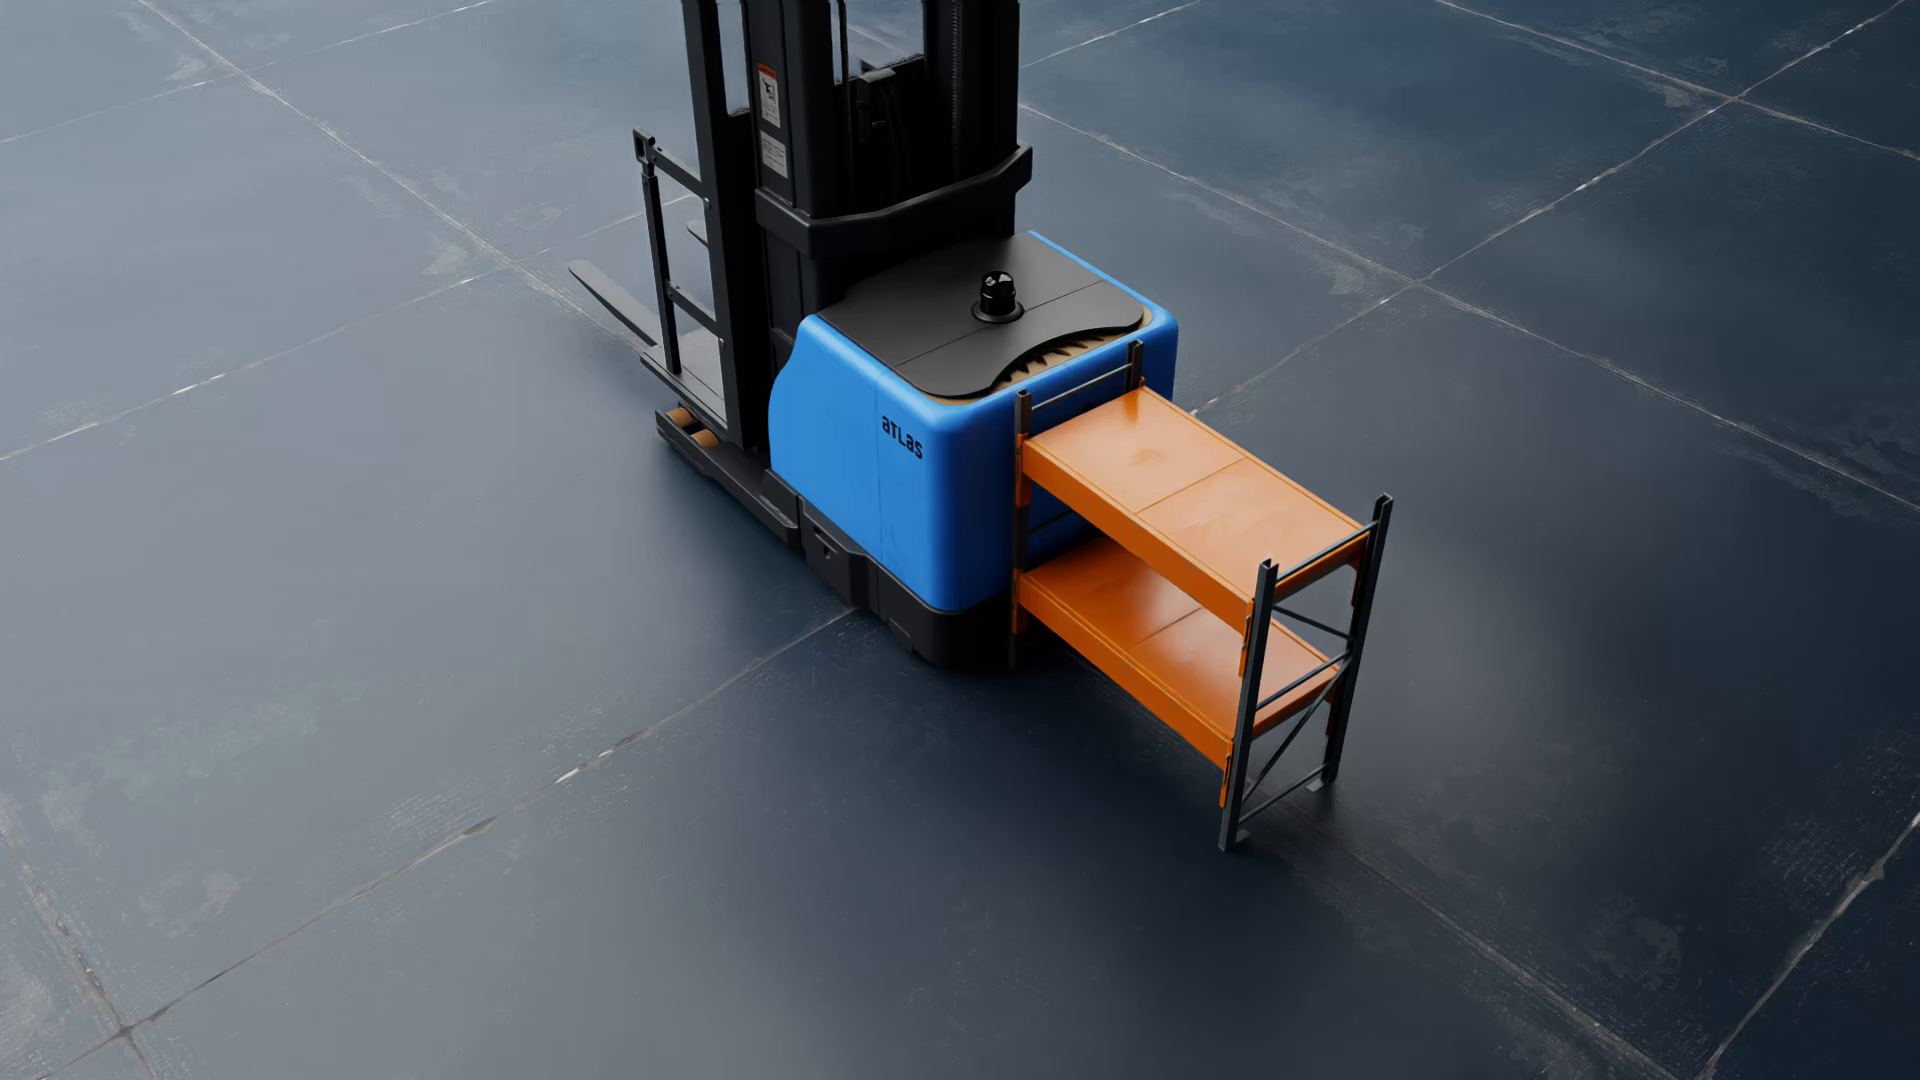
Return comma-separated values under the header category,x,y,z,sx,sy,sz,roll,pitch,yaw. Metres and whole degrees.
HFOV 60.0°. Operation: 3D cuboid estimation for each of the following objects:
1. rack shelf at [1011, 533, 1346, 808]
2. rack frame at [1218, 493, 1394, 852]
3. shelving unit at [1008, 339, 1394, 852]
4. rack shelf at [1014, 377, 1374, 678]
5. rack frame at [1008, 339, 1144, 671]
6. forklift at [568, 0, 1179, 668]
category,x,y,z,sx,sy,sz,roll,pitch,yaw
rack shelf,0.684,0.349,5.312,0.538,0.278,1.000,-26,46,-28
rack frame,0.995,0.411,4.846,0.500,1.125,0.032,-26,46,-28
shelving unit,0.684,0.159,5.158,0.538,1.125,1.048,-26,46,-28
rack shelf,0.684,-0.069,4.974,0.538,0.278,1.000,-26,46,-28
rack frame,0.372,-0.093,5.470,0.500,1.125,0.032,-26,46,-28
forklift,-0.562,-1.580,5.873,1.130,2.935,3.031,-26,46,-28
